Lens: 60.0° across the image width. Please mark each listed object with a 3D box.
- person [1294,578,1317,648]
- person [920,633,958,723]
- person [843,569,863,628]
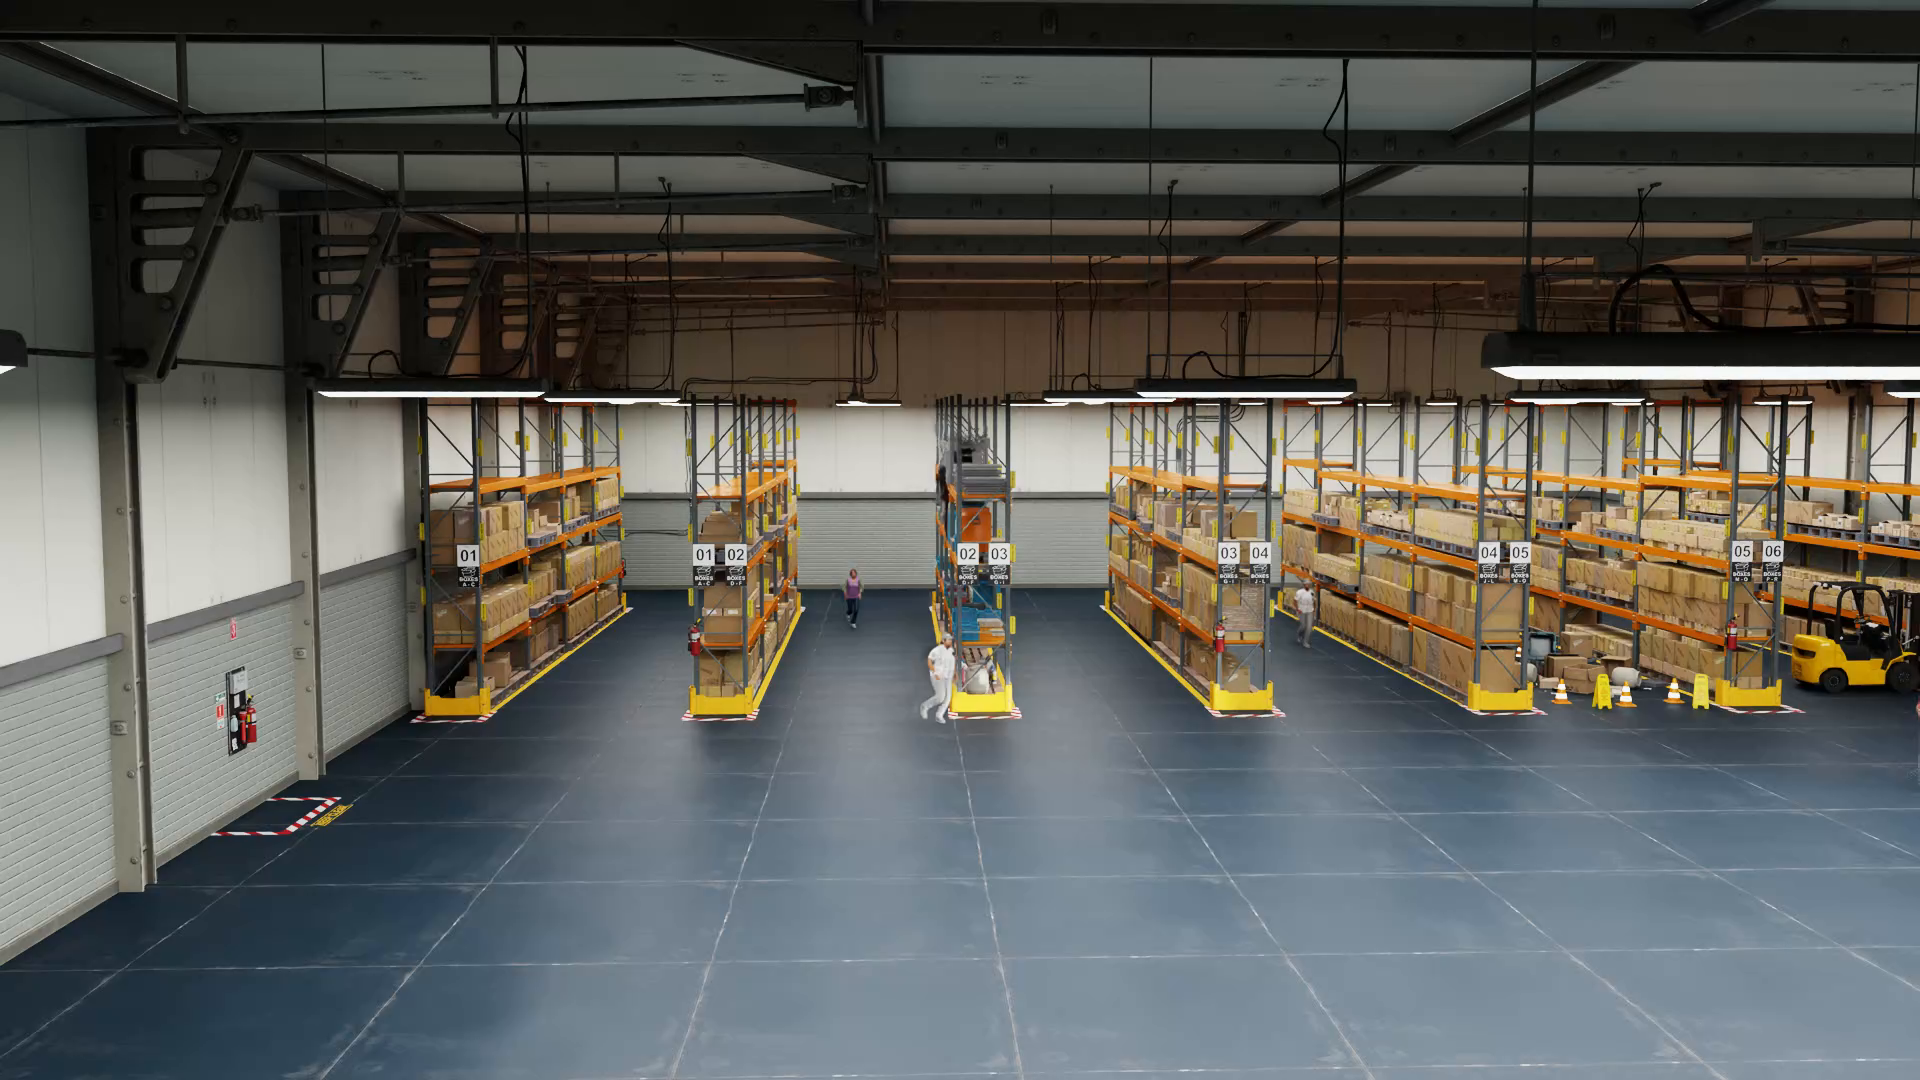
[{"bbox_3d":[8.339,1.744,40.158,0.567,1.664,0.529,0,5,-4],"label":"person"},{"bbox_3d":[-0.343,2.524,30.554,0.546,1.603,0.688,4,6,44],"label":"person"},{"bbox_3d":[-2.812,1.523,43.672,0.521,1.550,0.577,-1,5,-13],"label":"person"}]
